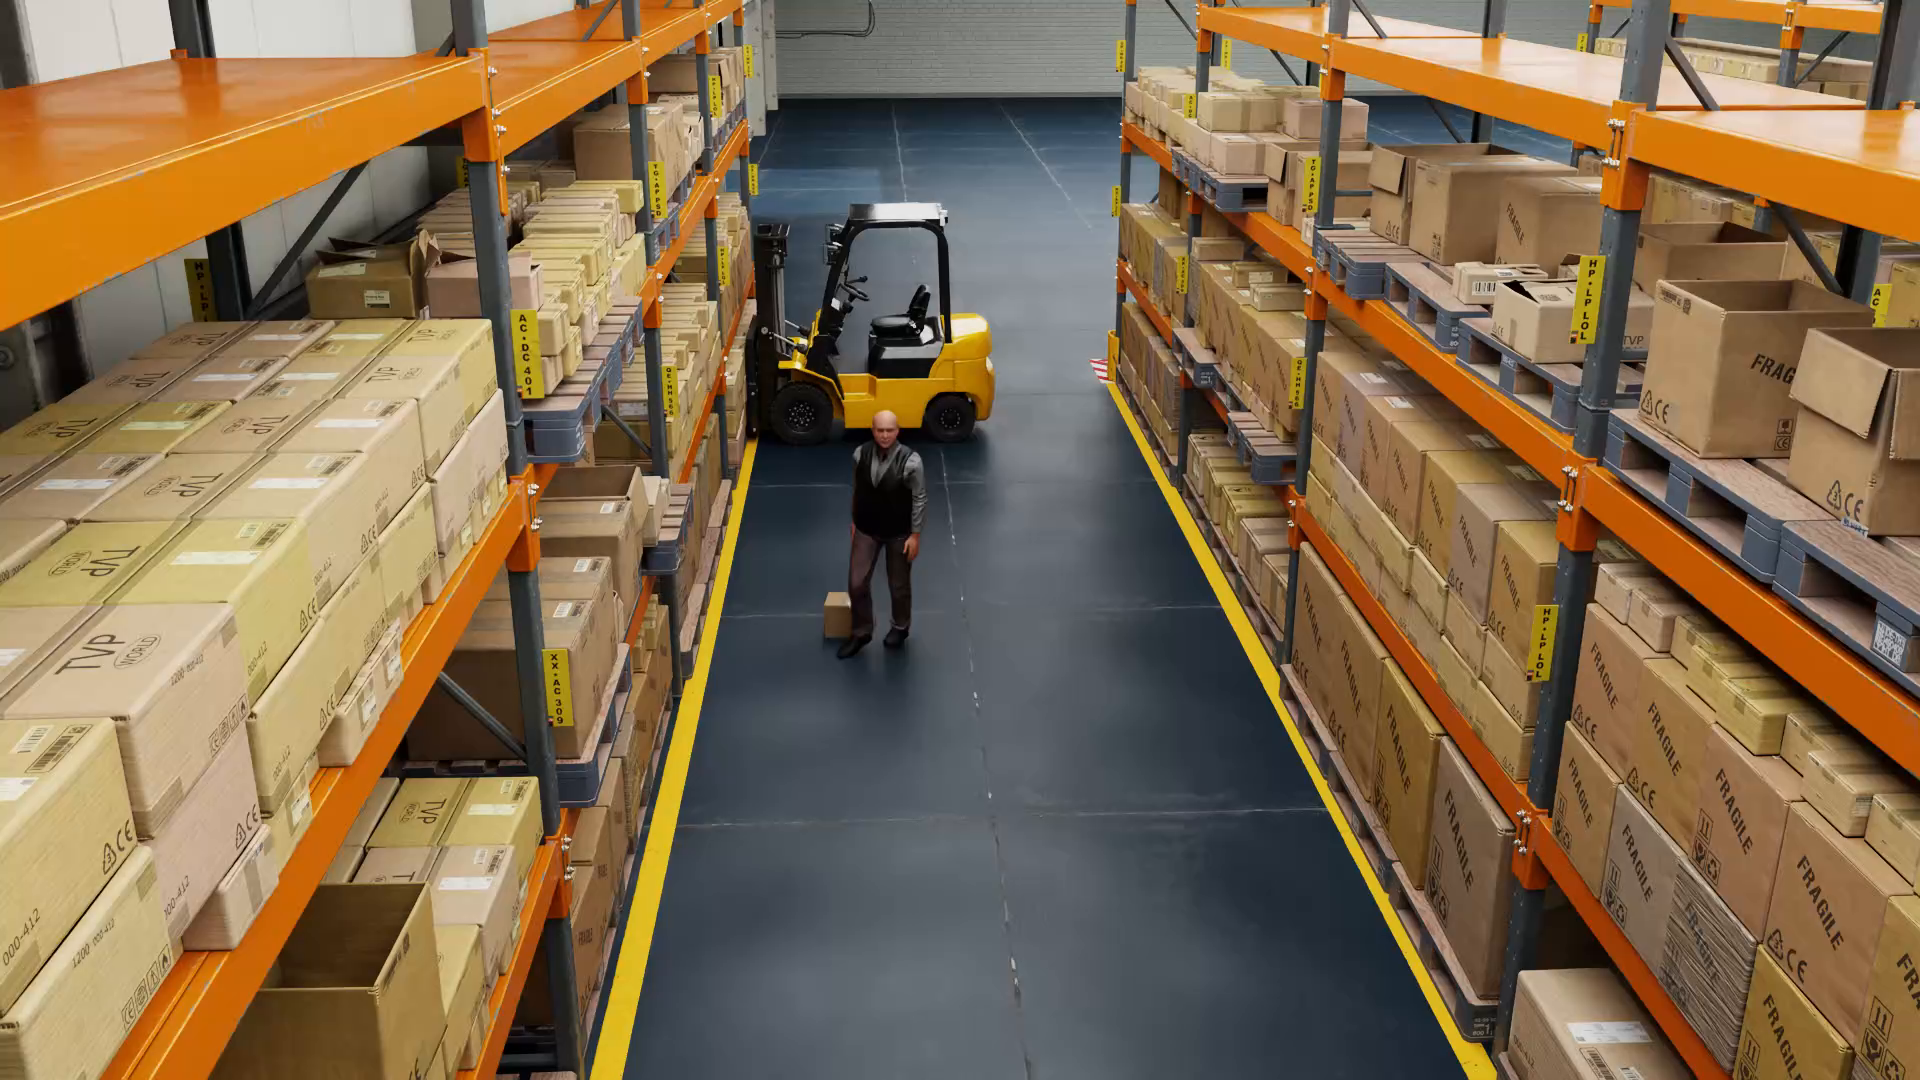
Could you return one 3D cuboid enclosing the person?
[{"bbox_3d":[-0.503,-0.047,11.225,0.610,1.747,0.520,6,21,15],"label":"person"}]
